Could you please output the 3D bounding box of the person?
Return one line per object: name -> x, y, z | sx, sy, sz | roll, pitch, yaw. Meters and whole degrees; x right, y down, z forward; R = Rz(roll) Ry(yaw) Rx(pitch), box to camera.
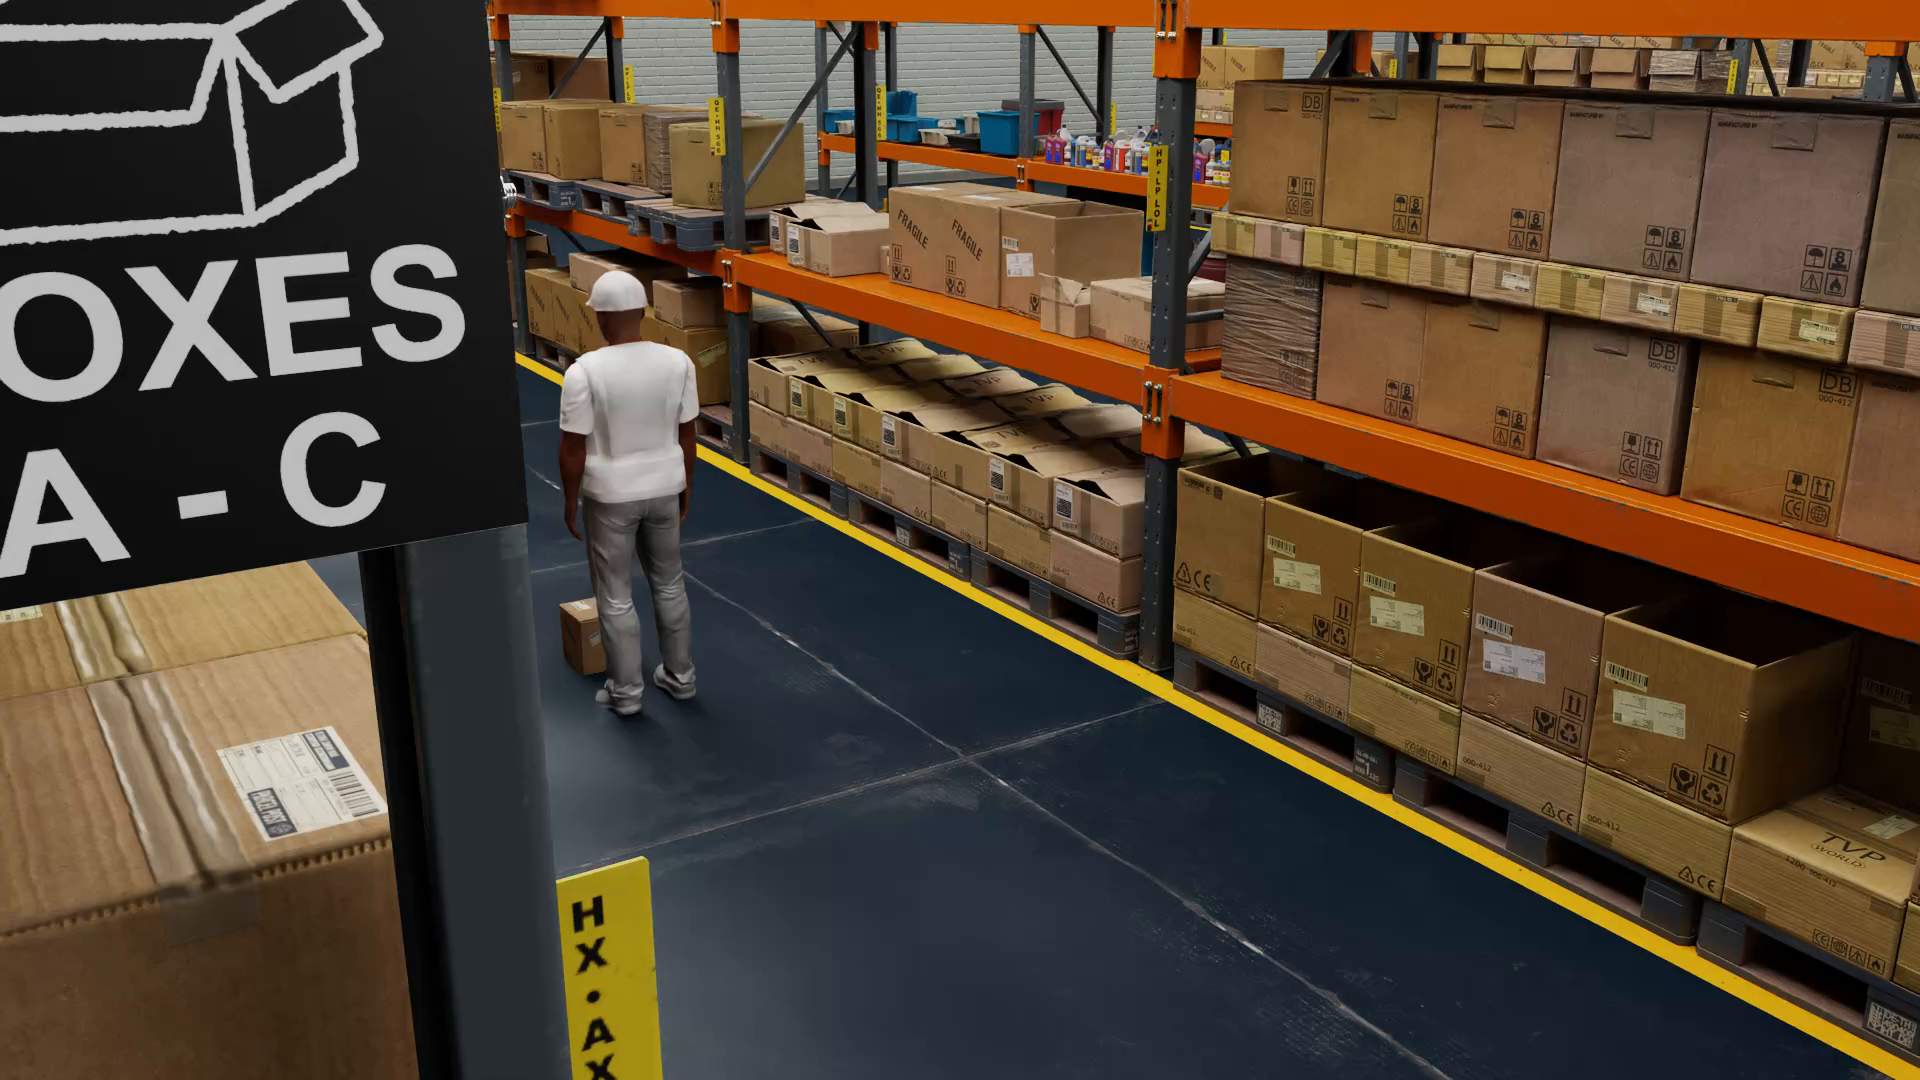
person -> -1.307, -0.175, 6.597 | 0.564, 1.785, 0.363 | -11, 21, -30
